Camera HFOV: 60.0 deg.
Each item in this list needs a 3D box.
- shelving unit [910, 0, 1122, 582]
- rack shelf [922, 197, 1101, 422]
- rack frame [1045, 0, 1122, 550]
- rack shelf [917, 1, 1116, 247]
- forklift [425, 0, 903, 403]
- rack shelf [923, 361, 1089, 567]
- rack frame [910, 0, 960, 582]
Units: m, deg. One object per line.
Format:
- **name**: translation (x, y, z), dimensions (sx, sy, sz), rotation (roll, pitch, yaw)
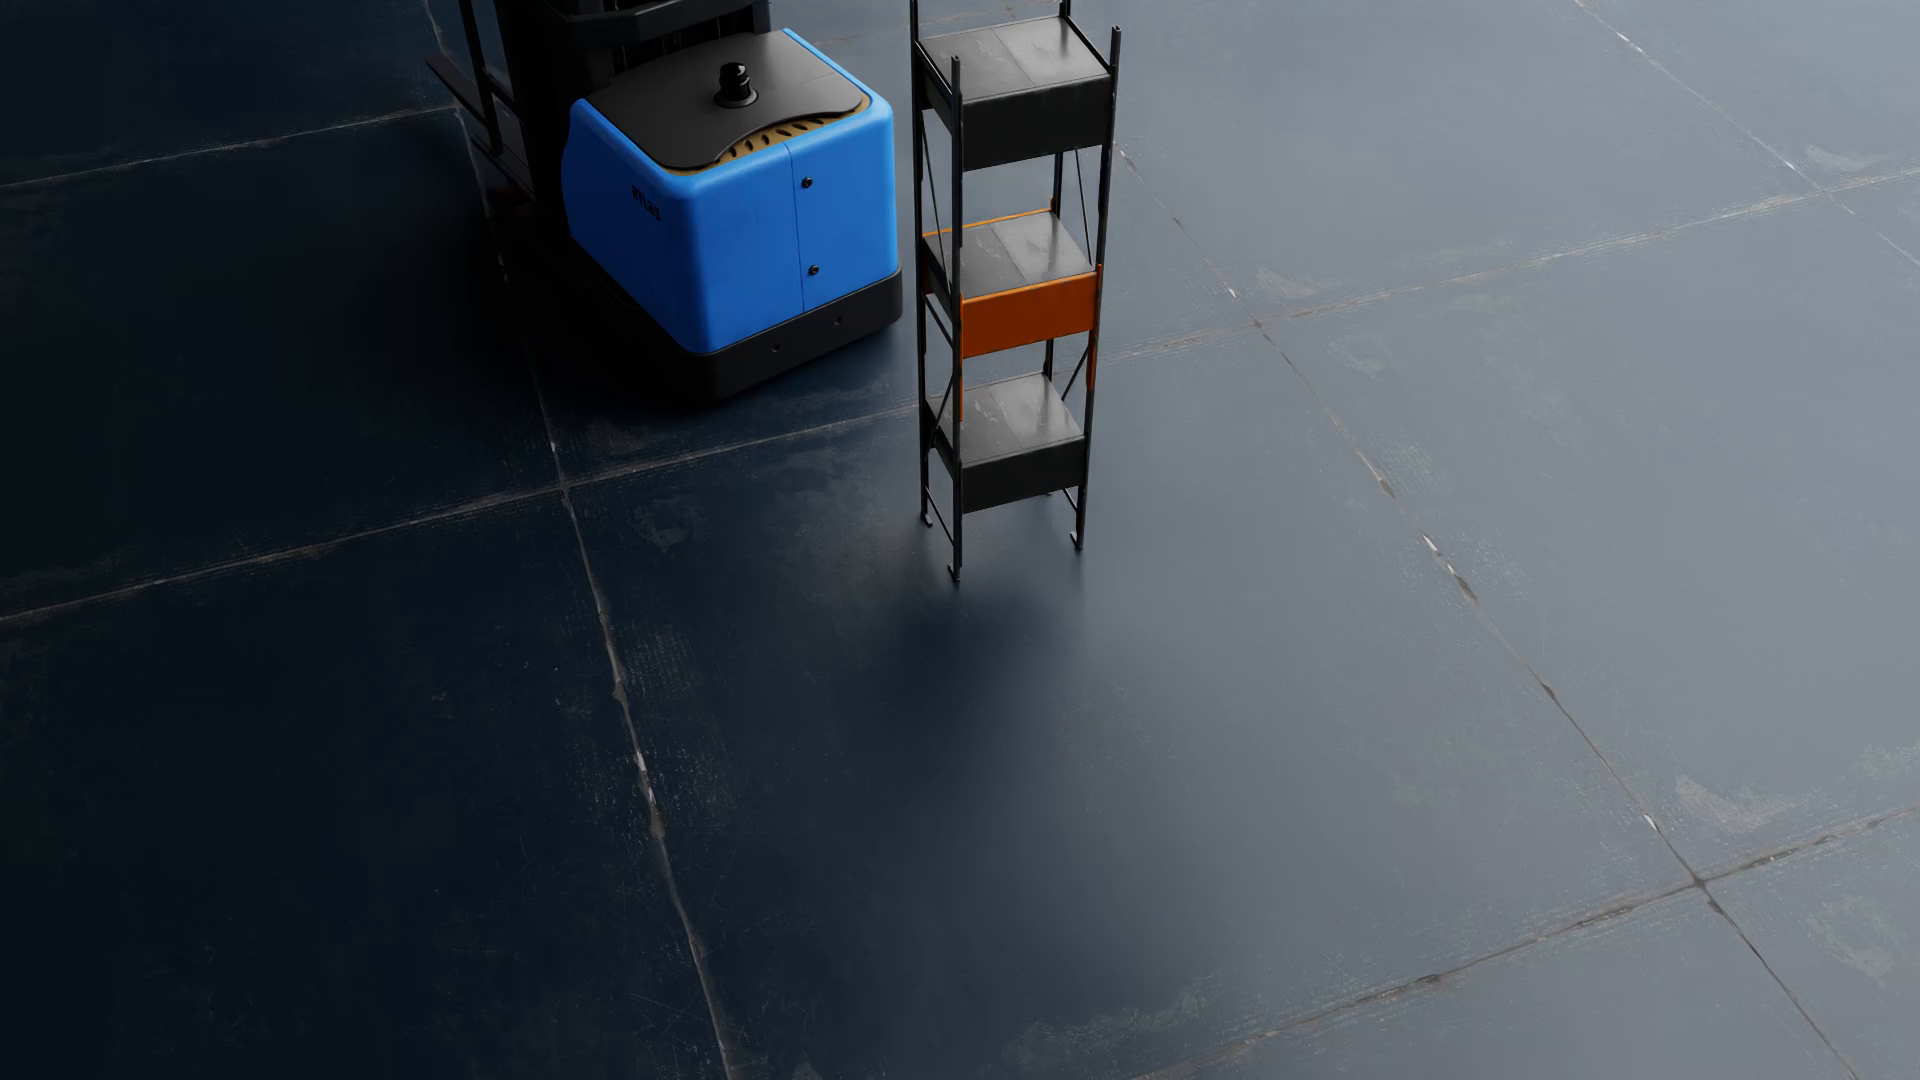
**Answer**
- **shelving unit**: translation (0.156, -0.781, 5.546), dimensions (0.503, 2.100, 0.431), rotation (-14, 47, -14)
- **rack shelf**: translation (0.156, -0.771, 5.556), dimensions (0.480, 0.518, 0.431), rotation (-14, 47, -14)
- **rack frame**: translation (0.385, -0.840, 5.604), dimensions (0.015, 2.100, 0.400), rotation (-14, 47, -14)
- **rack shelf**: translation (0.156, -1.266, 5.060), dimensions (0.480, 0.518, 0.431), rotation (-14, 47, -14)
- **forklift**: translation (-1.523, -2.590, 6.762), dimensions (1.130, 2.935, 3.031), rotation (-28, 51, -25)
- **rack shelf**: translation (0.156, -0.277, 6.051), dimensions (0.480, 0.518, 0.431), rotation (-14, 47, -14)
- **rack frame**: translation (-0.074, -0.722, 5.487), dimensions (0.015, 2.100, 0.400), rotation (-14, 47, -14)
